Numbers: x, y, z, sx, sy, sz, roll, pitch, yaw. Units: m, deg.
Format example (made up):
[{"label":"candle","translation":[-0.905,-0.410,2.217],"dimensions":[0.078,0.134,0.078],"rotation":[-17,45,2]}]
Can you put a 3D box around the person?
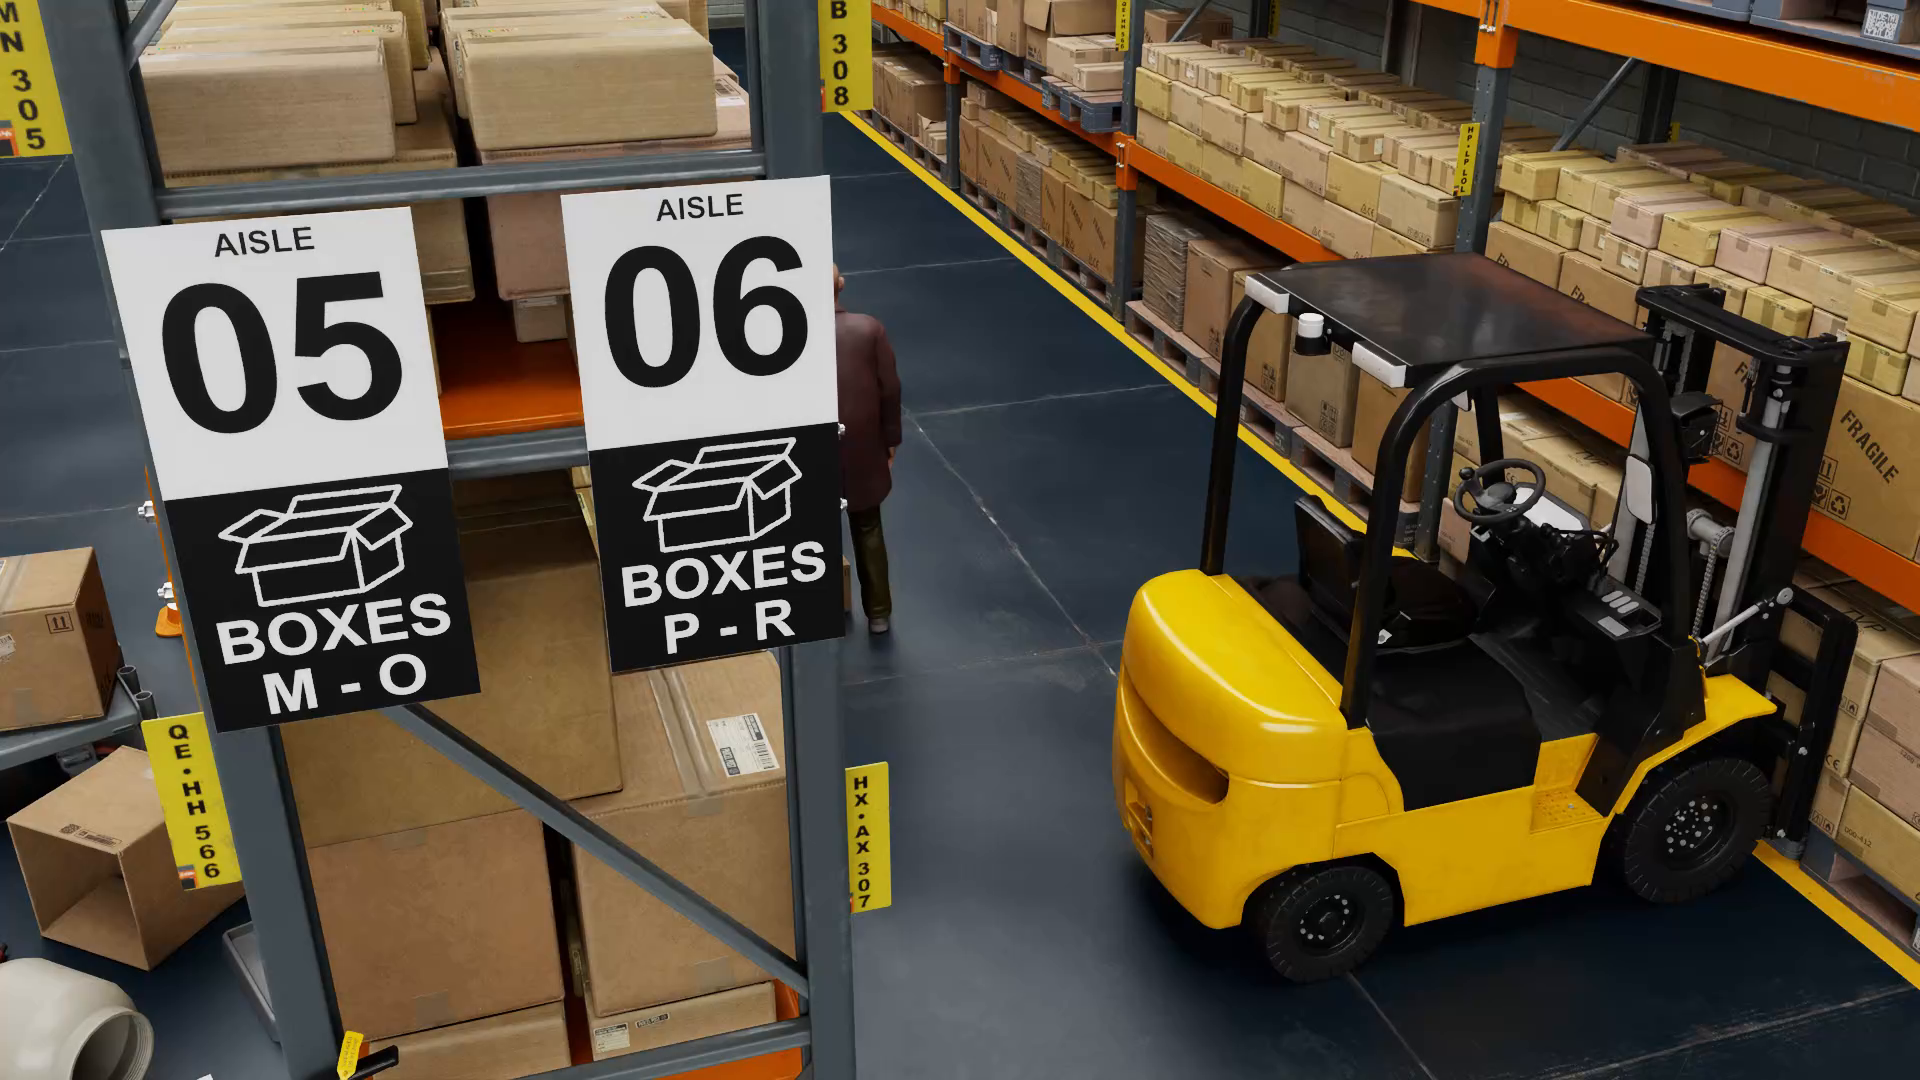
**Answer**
[{"label":"person","translation":[-0.566,-0.395,7.441],"dimensions":[0.644,1.774,0.423],"rotation":[-9,27,-17]}]
